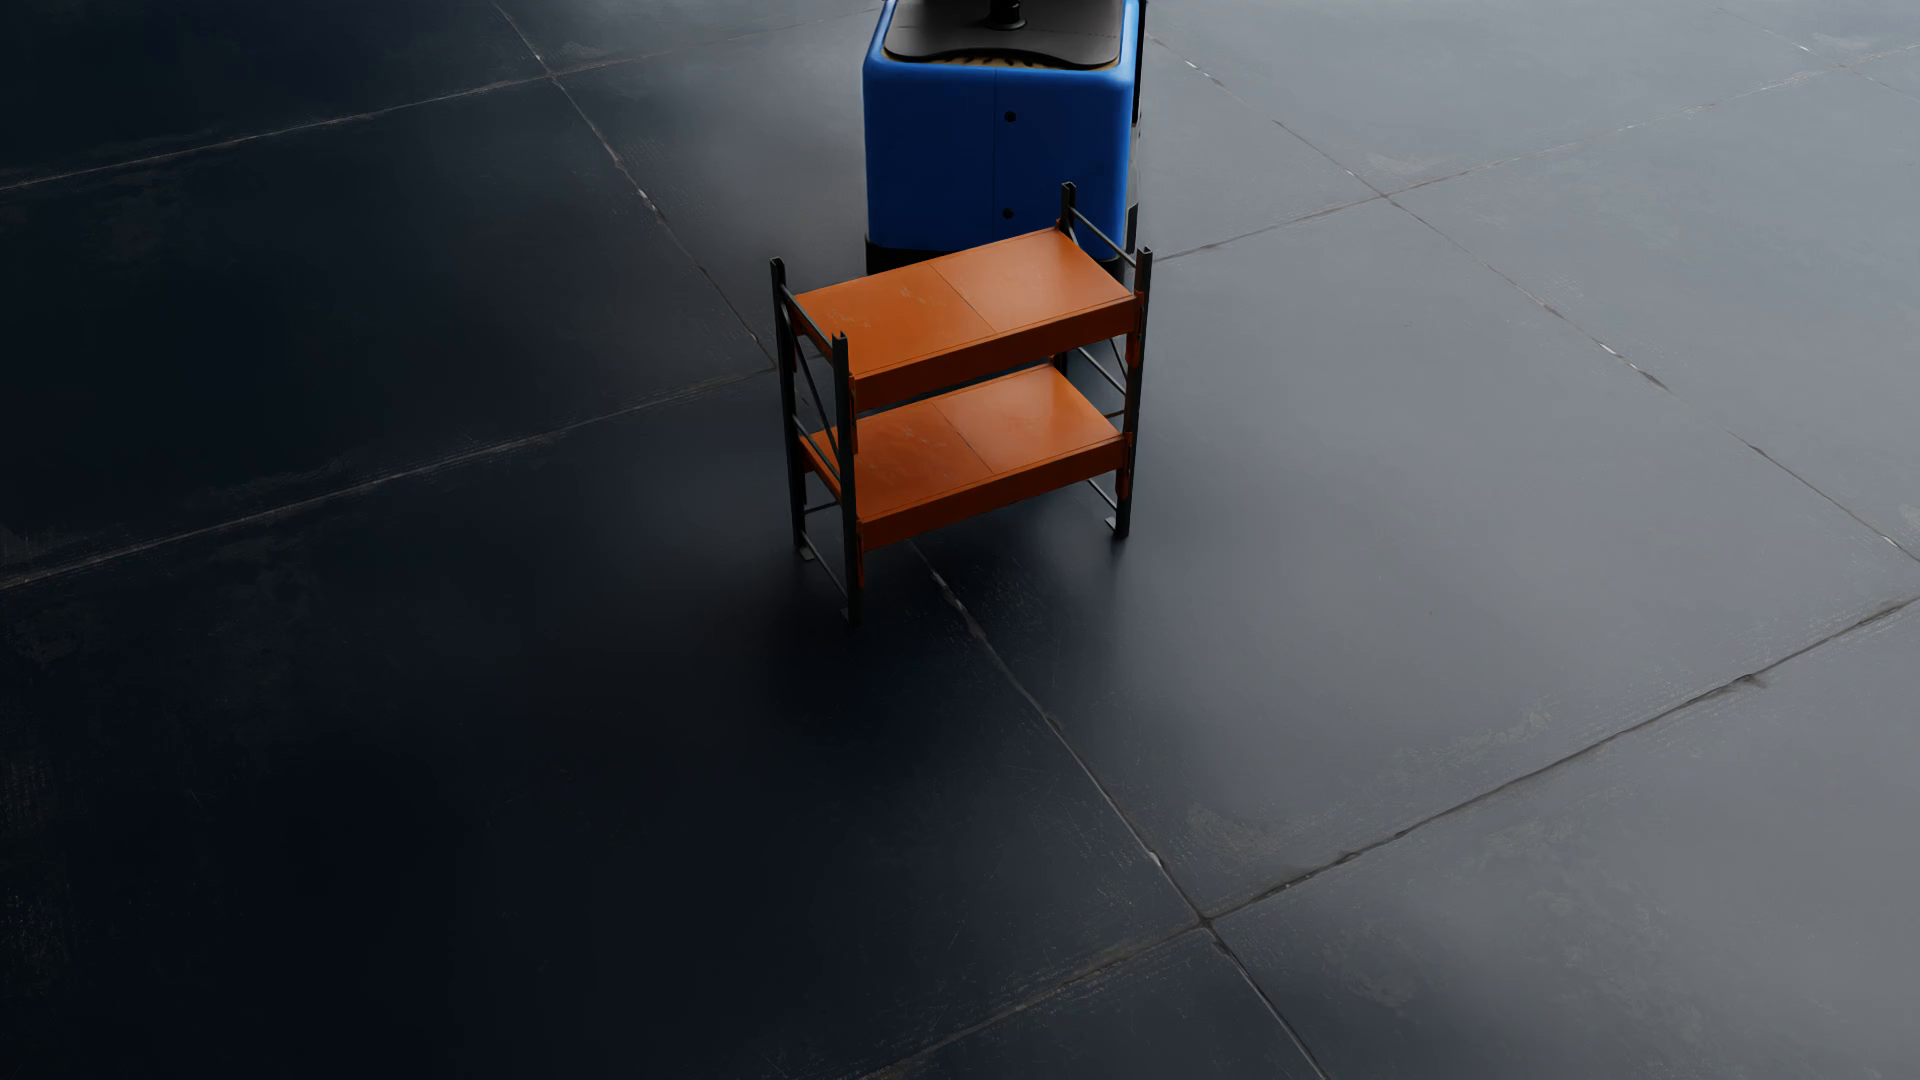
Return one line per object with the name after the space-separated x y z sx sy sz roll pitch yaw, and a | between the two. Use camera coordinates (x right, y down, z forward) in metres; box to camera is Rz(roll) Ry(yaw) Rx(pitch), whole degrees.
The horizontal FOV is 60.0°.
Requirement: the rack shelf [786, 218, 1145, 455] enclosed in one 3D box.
0.006 -0.655 5.200 1.000 0.278 0.538 -19 44 -21 | rack shelf

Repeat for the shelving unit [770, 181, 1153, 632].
0.006 -0.431 5.389 1.048 1.125 0.538 -19 44 -21 | shelving unit

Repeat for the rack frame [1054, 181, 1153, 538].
0.457 -0.583 5.568 0.032 1.125 0.500 -19 44 -21 | rack frame

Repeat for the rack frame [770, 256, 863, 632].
-0.445 -0.280 5.210 0.032 1.125 0.500 -19 44 -21 | rack frame

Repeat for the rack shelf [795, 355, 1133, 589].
0.006 -0.245 5.547 1.000 0.278 0.538 -19 44 -21 | rack shelf

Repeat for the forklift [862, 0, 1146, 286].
0.292 -2.981 7.003 1.130 2.935 3.031 4 40 5 | forklift
